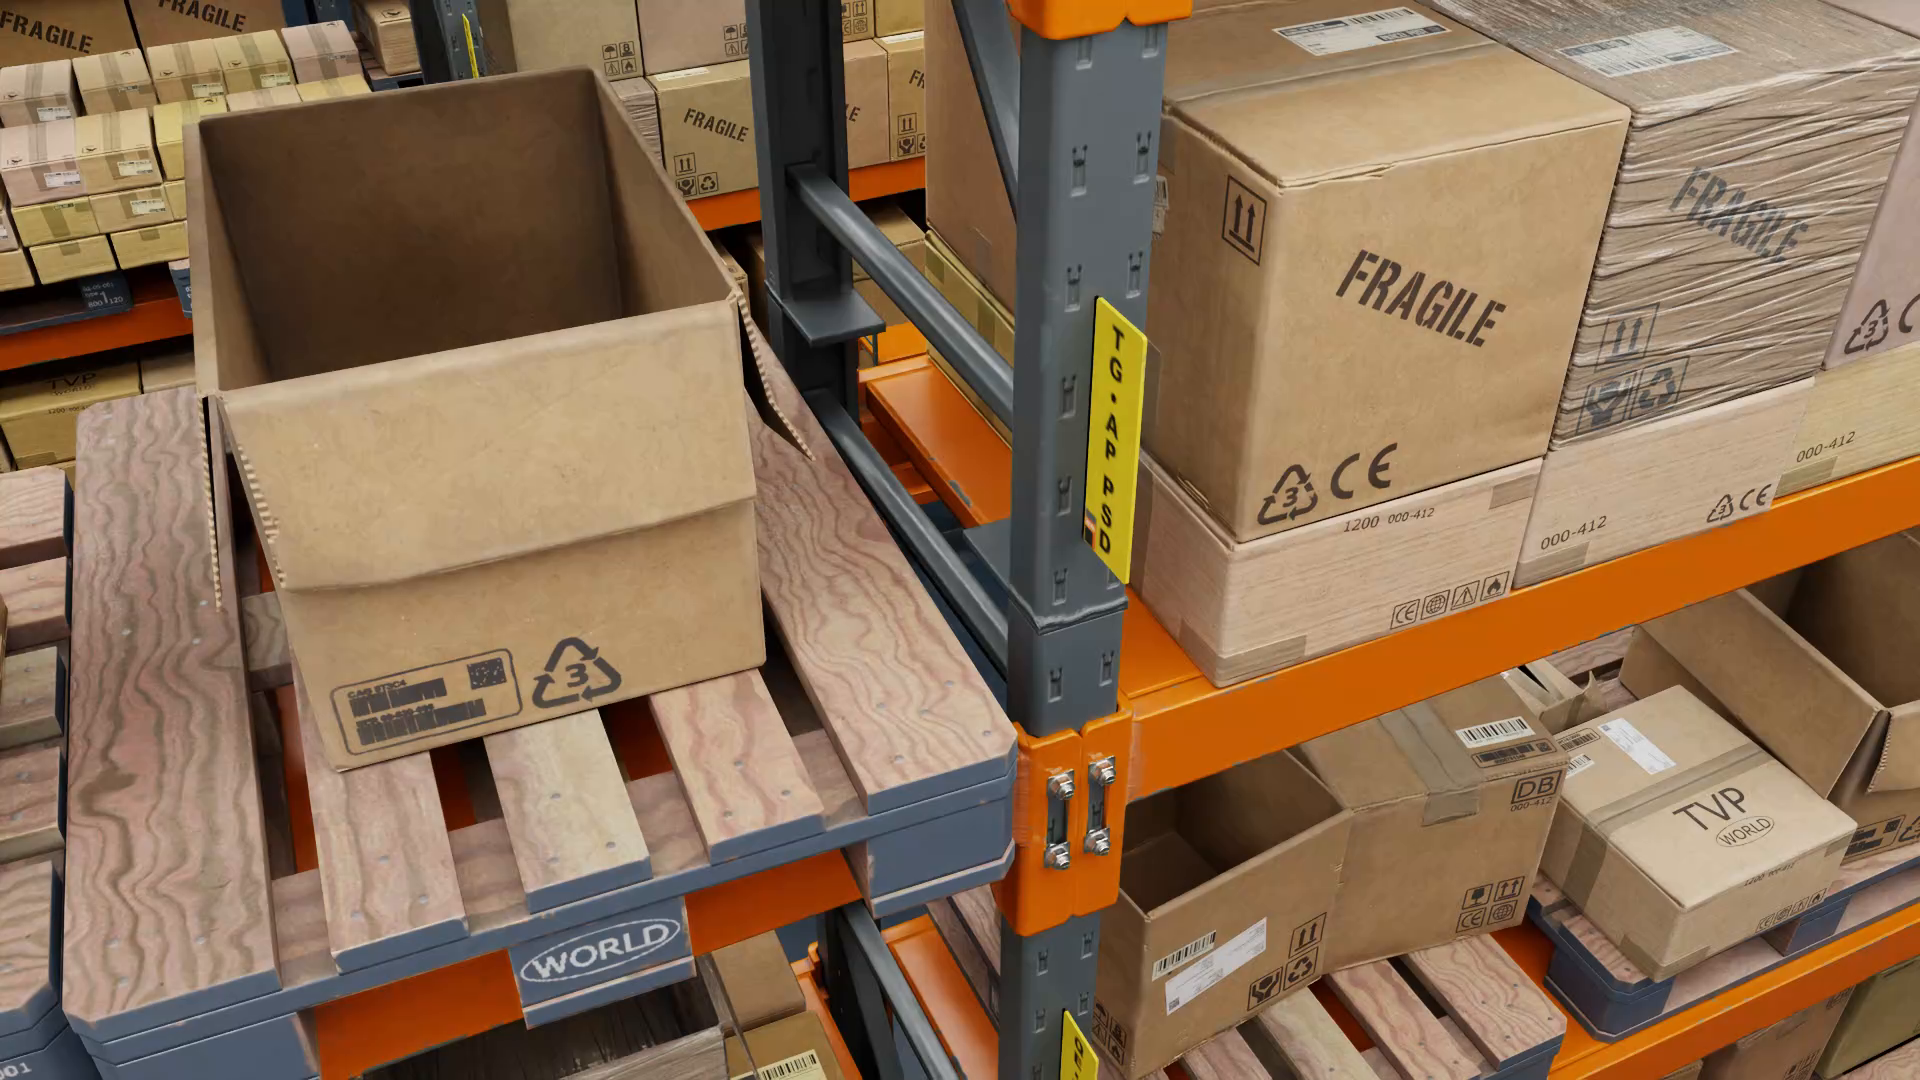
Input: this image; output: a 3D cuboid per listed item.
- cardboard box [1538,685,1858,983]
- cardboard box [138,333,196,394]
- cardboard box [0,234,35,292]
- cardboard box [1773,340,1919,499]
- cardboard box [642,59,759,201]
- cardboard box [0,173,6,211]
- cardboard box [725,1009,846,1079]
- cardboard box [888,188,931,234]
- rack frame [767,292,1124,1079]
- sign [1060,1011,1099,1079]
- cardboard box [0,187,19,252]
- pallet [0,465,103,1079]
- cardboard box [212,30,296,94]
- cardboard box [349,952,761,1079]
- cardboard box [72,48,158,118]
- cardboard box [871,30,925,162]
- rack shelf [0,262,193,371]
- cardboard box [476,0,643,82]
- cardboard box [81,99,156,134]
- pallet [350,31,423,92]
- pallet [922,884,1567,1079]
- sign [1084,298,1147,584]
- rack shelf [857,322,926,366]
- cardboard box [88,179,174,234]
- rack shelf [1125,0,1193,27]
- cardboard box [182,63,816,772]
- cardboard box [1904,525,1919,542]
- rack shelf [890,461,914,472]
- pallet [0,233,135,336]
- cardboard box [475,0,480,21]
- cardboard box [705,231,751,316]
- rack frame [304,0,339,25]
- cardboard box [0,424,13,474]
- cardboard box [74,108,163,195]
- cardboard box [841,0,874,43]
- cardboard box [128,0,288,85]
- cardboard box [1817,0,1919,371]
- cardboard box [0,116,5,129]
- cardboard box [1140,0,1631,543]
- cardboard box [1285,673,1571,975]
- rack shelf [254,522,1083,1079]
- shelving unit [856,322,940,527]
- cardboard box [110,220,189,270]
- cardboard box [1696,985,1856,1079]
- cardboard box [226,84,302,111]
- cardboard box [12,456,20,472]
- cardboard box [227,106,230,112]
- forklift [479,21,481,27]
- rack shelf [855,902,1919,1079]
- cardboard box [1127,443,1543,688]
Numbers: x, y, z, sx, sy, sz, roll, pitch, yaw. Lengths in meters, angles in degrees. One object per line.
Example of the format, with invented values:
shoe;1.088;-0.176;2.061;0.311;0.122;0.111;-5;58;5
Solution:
cardboard box;1.558;0.629;3.657;0.500;0.250;0.500;-17;40;-21
cardboard box;-3.034;-0.680;6.766;0.500;0.250;0.500;-15;39;-19
cardboard box;-3.488;-1.036;5.987;0.250;0.149;0.380;-14;39;-19
cardboard box;1.402;-0.354;2.817;0.500;0.250;0.500;-15;39;-19
cardboard box;-1.093;-1.801;7.077;0.500;0.500;0.500;-16;39;-20
cardboard box;-3.494;-1.272;5.806;0.250;0.149;0.380;-14;39;-18
cardboard box;-0.399;1.256;2.955;0.500;0.500;0.500;-14;39;-19
cardboard box;0.149;-1.493;8.280;0.750;0.750;1.050;-16;39;-20
rack frame;-0.057;1.038;3.333;0.127;3.000;1.000;-16;39;-20
sign;0.181;0.871;2.586;0.005;0.325;0.100;-16;39;-20
cardboard box;-3.494;-1.152;5.894;0.250;0.149;0.380;-15;39;-19
pallet;-1.629;0.385;1.854;1.213;0.211;1.003;-14;39;-18
cardboard box;-2.816;-1.887;6.636;0.250;0.149;0.380;-17;40;-21
cardboard box;-0.726;0.771;2.767;0.637;0.503;0.797;-14;39;-18
cardboard box;-3.280;-1.761;6.465;0.250;0.149;0.380;-17;40;-22
cardboard box;-0.184;-2.053;7.417;0.500;0.500;0.500;-16;39;-20
rack shelf;-3.884;-0.868;6.506;4.000;0.370;1.077;-16;39;-20
cardboard box;-1.663;-2.213;6.792;0.500;0.500;0.700;-16;39;-20
cardboard box;-3.309;-1.633;6.542;0.250;0.149;0.380;-15;39;-20
pallet;-3.560;-3.384;11.635;1.213;0.211;1.003;-16;39;-20
pallet;0.542;0.877;3.711;1.003;0.211;1.213;-16;39;-20
sign;0.171;-0.105;1.856;0.005;0.325;0.100;-16;39;-20
rack shelf;-0.150;-0.756;6.602;0.480;0.148;0.258;-16;39;-20
cardboard box;-3.032;-1.280;6.066;0.250;0.149;0.380;-16;39;-20
rack shelf;1.753;-1.429;2.562;4.000;0.370;1.077;-16;39;-20
cardboard box;-0.579;-0.184;2.023;0.637;0.503;0.797;-13;39;-17
cardboard box;2.785;-0.259;4.225;1.000;1.000;1.000;-15;39;-20
rack shelf;-0.150;-0.386;6.876;0.480;0.148;0.258;-16;39;-20
pallet;-3.848;-1.063;6.326;1.213;0.211;1.003;-16;39;-20
cardboard box;-3.088;-3.749;11.639;0.625;0.372;0.950;-16;40;-21
cardboard box;-1.484;-1.033;7.661;0.750;0.750;1.050;-16;40;-21
rack frame;-4.268;-4.307;10.538;0.127;3.000;1.000;-16;39;-20
cardboard box;-3.969;-0.424;6.419;0.500;0.250;0.500;-14;39;-18
cardboard box;-3.028;-1.400;5.978;0.250;0.149;0.380;-14;39;-19
cardboard box;-0.742;-2.473;7.142;0.500;0.500;0.700;-16;40;-21
cardboard box;-4.929;-3.492;10.871;0.875;0.875;0.875;-16;39;-20
cardboard box;1.390;-0.646;2.581;0.500;0.500;0.500;-17;40;-21
cardboard box;-3.763;-1.623;6.280;0.250;0.149;0.380;-14;39;-19
cardboard box;0.477;-0.388;2.234;0.500;0.500;0.500;-15;39;-20
cardboard box;0.877;0.475;3.655;0.500;0.500;0.700;-10;38;-13
rack shelf;-1.868;0.628;1.971;4.000;0.370;1.077;-16;39;-20
shelving unit;-0.150;-0.440;6.836;0.503;1.200;0.258;-16;39;-20
cardboard box;-3.010;-1.169;6.167;0.250;0.149;0.380;-16;40;-21
cardboard box;2.053;1.249;4.777;0.500;0.500;0.700;-19;41;-24
cardboard box;-2.551;-1.536;6.162;0.250;0.149;0.380;-16;39;-20
cardboard box;-3.966;-0.134;6.658;0.500;0.500;0.500;-15;39;-19
cardboard box;-2.841;-1.766;6.722;0.250;0.149;0.380;-14;39;-18
forklift;-1.227;-3.479;9.480;3.031;2.935;1.130;-19;40;-23
rack shelf;1.753;0.820;4.230;4.000;0.370;1.077;-16;39;-20
cardboard box;0.476;-0.089;2.459;0.500;0.250;0.500;-15;39;-19
